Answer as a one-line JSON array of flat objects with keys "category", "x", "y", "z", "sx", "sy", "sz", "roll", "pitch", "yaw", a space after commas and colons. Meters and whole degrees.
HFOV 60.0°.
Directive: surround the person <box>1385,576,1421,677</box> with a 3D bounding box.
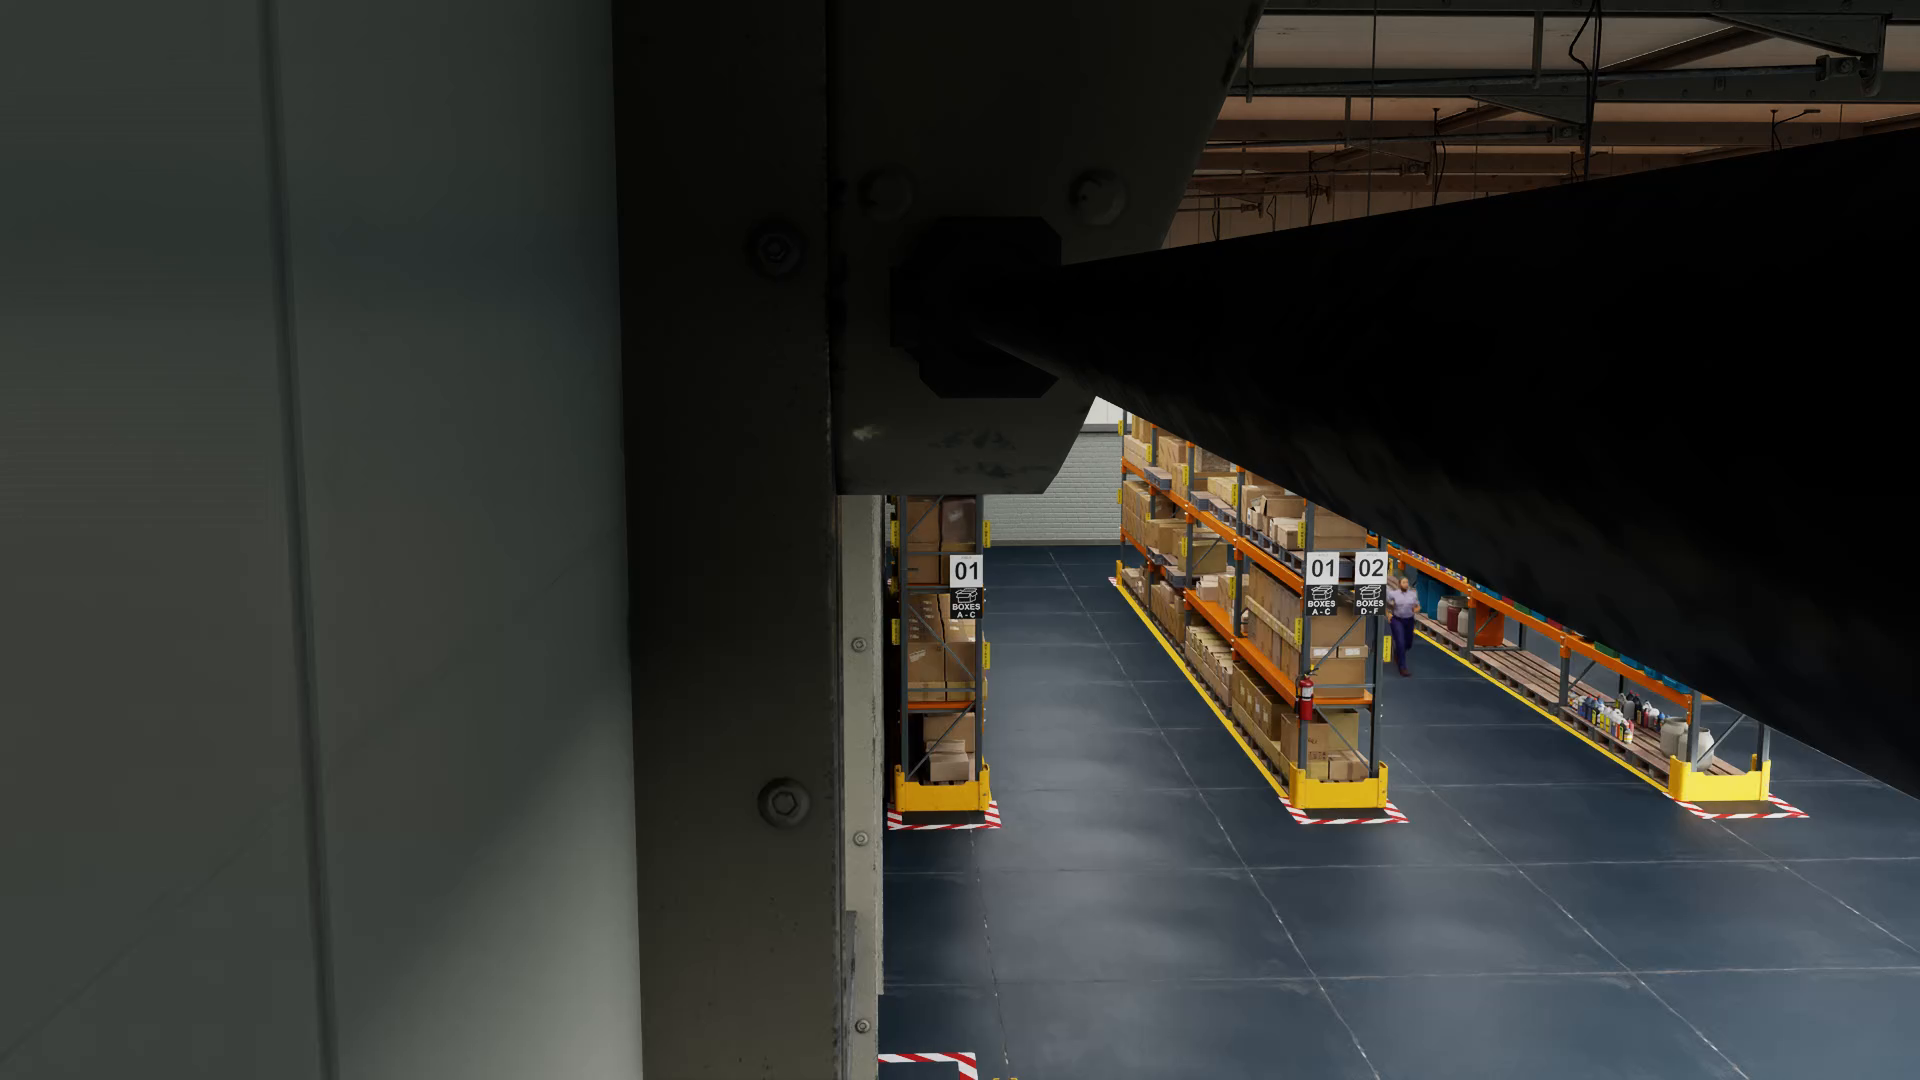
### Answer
[{"category": "person", "x": 7.417, "y": 1.409, "z": 27.893, "sx": 0.614, "sy": 1.624, "sz": 0.904, "roll": -1, "pitch": 9, "yaw": -9}]
